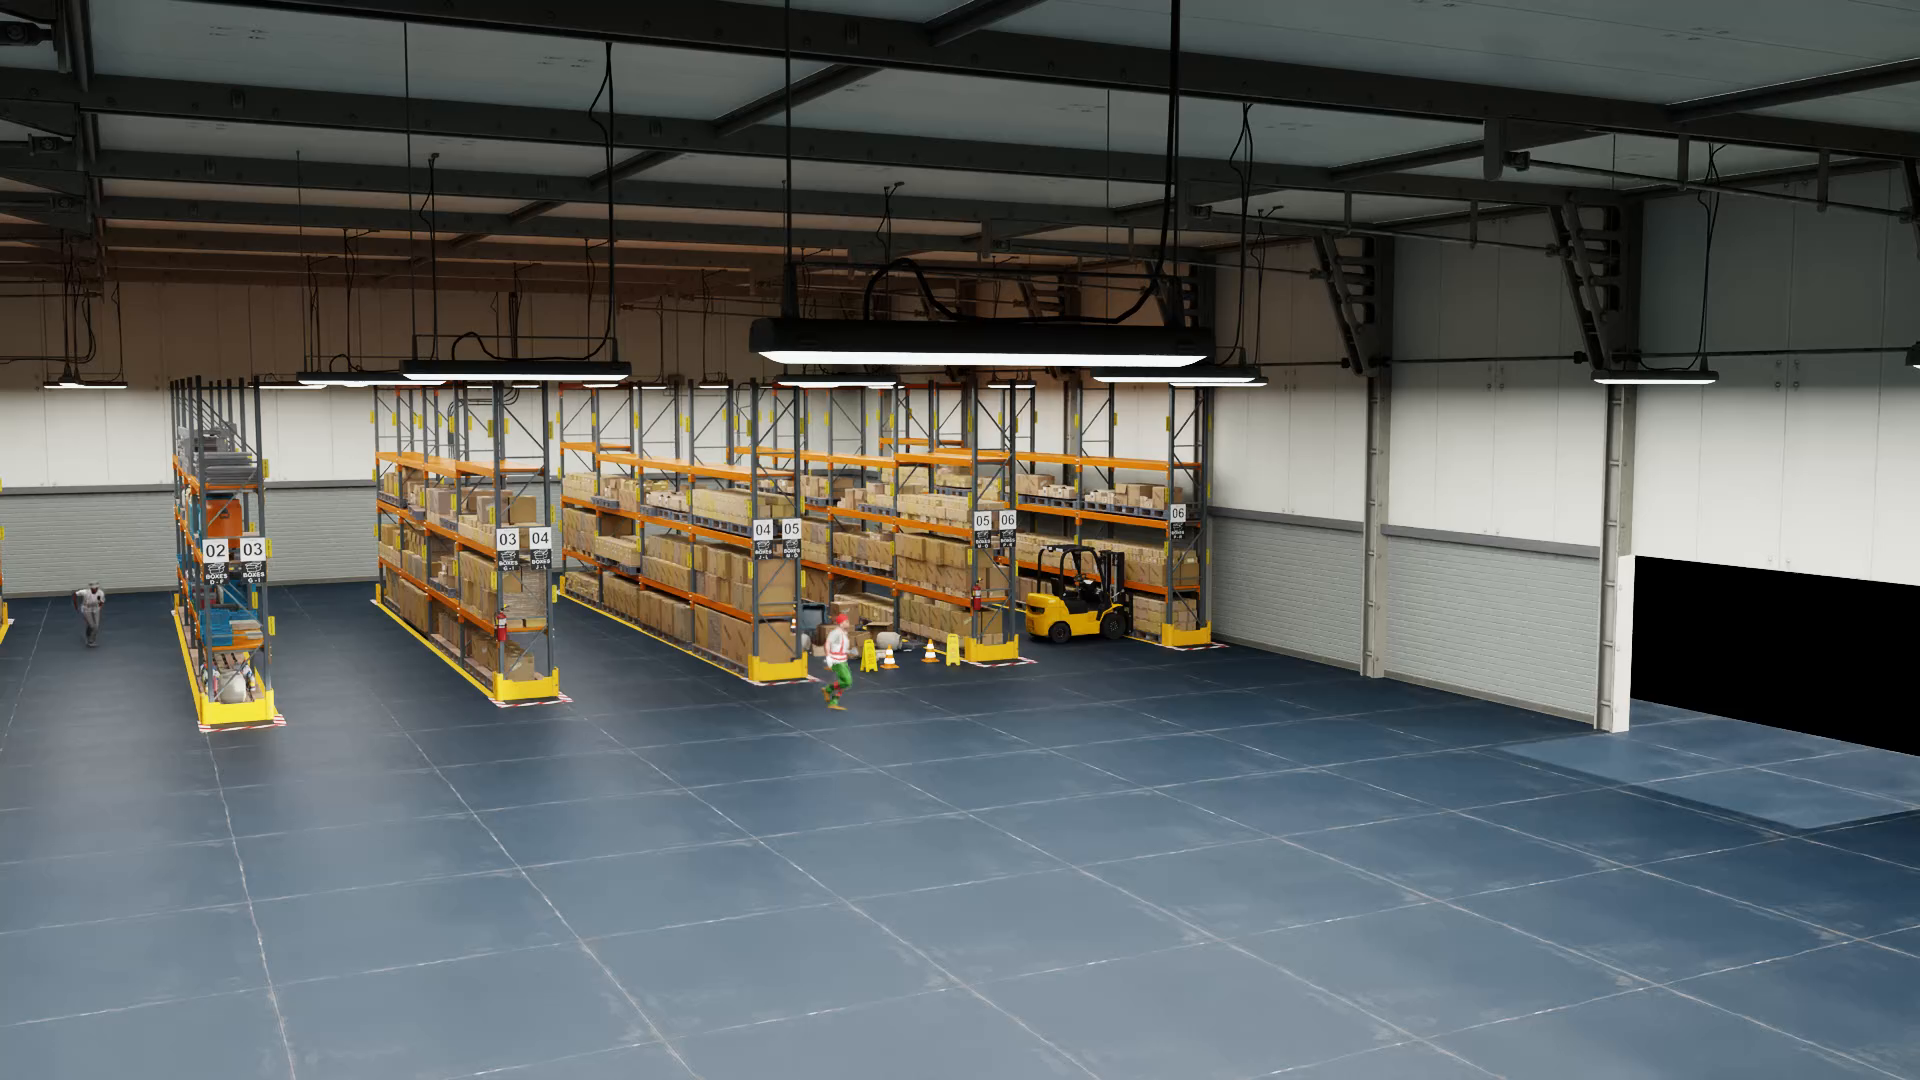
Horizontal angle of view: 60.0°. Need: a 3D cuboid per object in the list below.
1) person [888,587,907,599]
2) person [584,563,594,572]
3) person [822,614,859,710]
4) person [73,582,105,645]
[{"bbox_3d":[-1.585,0.960,43.286,0.726,1.736,0.952,-2,6,-23],"label":"person"},{"bbox_3d":[-10.759,0.601,48.757,0.511,1.586,0.468,0,5,-4],"label":"person"},{"bbox_3d":[-2.153,2.201,29.942,0.638,1.732,0.660,1,5,13],"label":"person"},{"bbox_3d":[-19.548,1.662,37.354,0.602,1.490,0.855,-5,7,-43],"label":"person"}]
